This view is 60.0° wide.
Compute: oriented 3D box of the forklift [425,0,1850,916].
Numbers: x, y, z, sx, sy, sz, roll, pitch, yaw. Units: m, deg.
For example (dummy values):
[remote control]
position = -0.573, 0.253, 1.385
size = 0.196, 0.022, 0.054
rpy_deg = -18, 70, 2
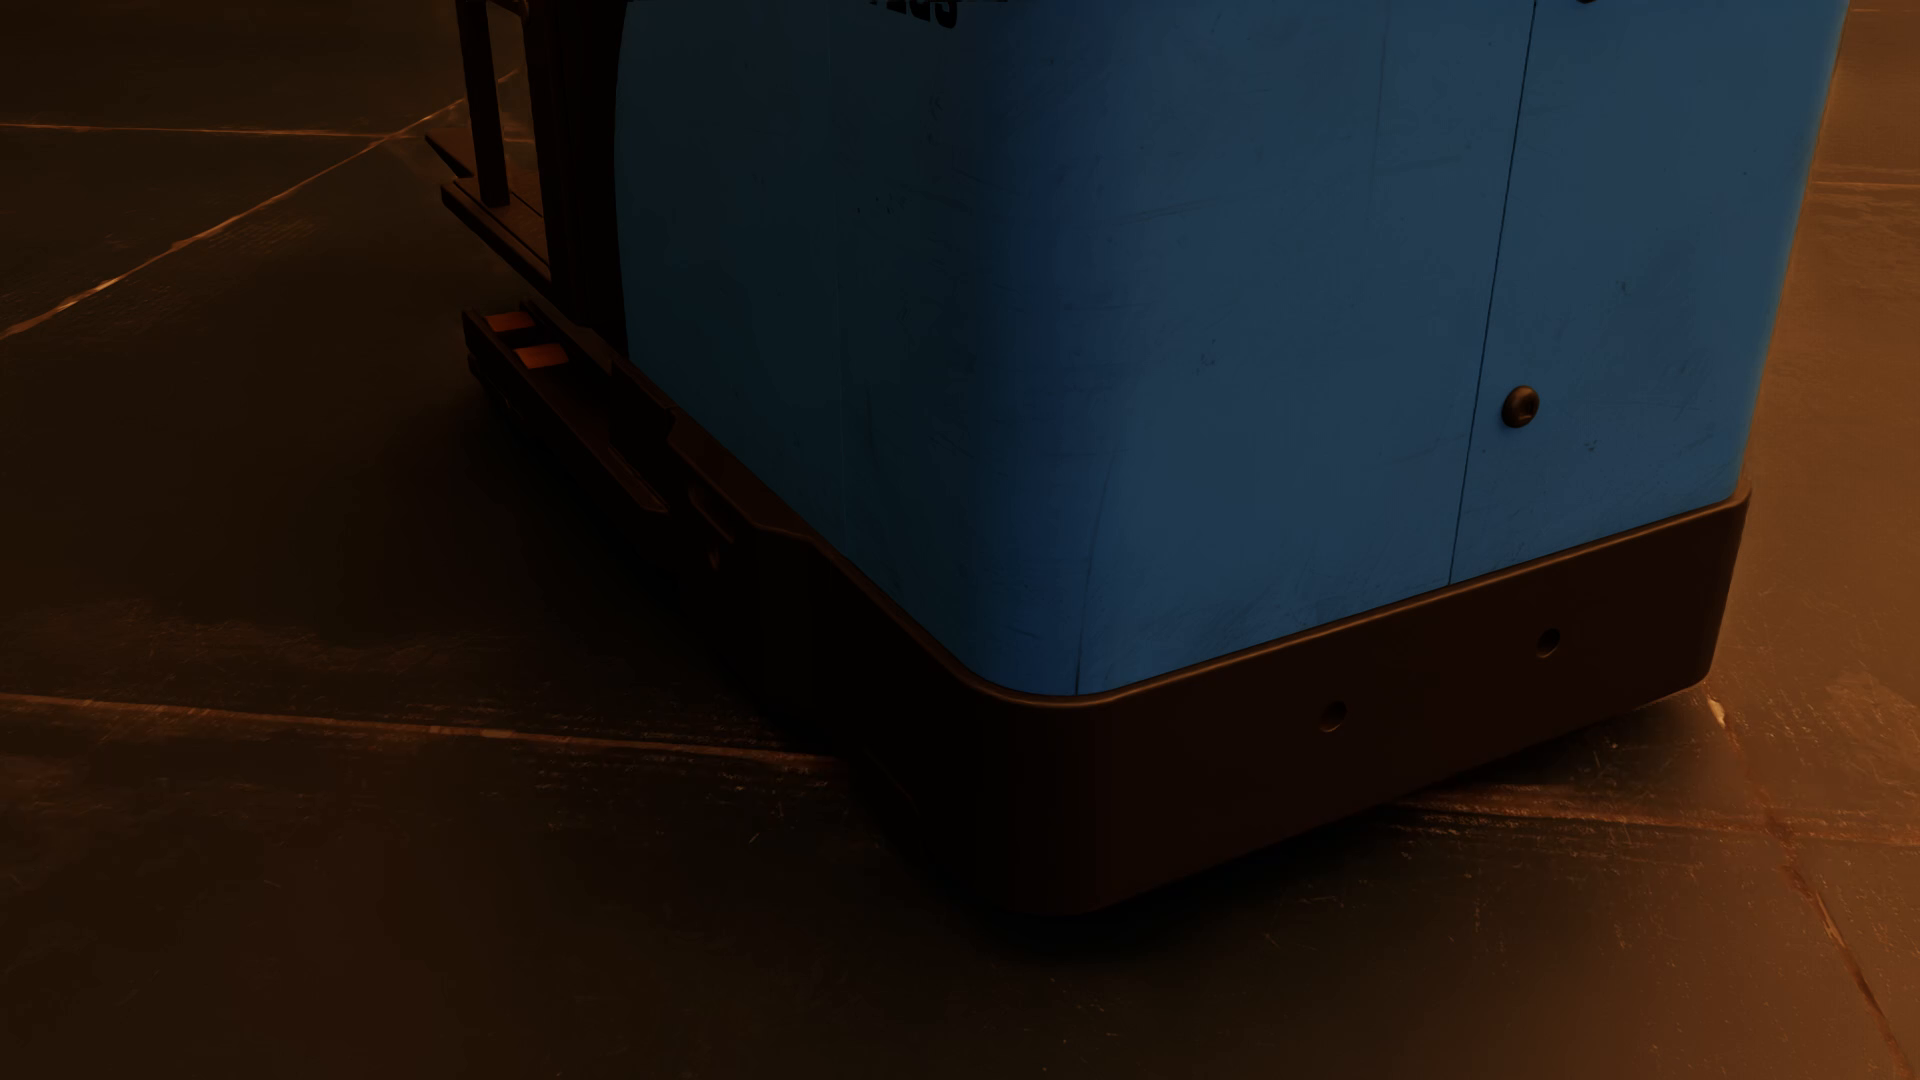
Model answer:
[forklift]
position = -0.233, -1.570, 2.363
size = 1.130, 2.935, 3.031
rpy_deg = -14, 30, -26
